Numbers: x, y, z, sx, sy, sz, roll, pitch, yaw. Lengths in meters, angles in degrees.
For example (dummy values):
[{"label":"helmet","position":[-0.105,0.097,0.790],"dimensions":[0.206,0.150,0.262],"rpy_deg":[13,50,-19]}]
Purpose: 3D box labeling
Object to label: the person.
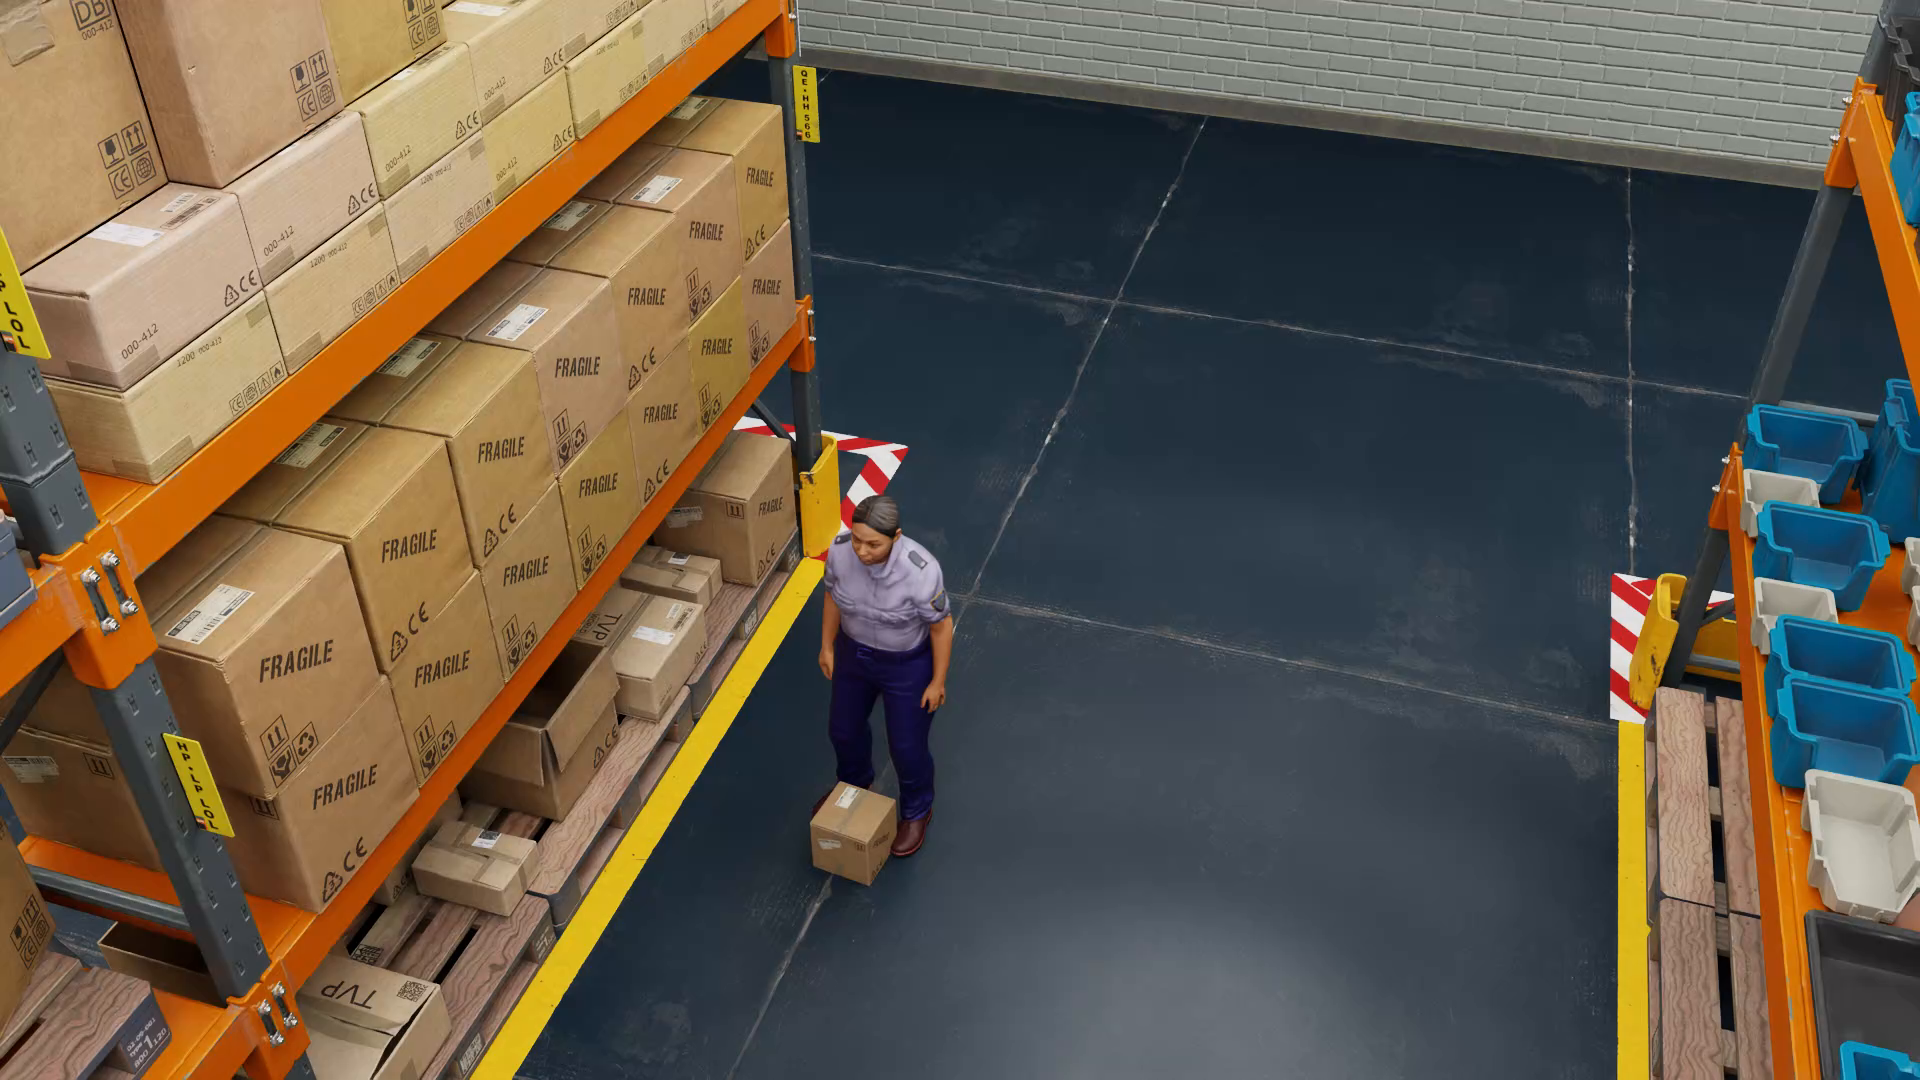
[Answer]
[{"label":"person","position":[-0.305,0.478,6.268],"dimensions":[0.562,1.651,0.338],"rpy_deg":[17,40,21]}]
